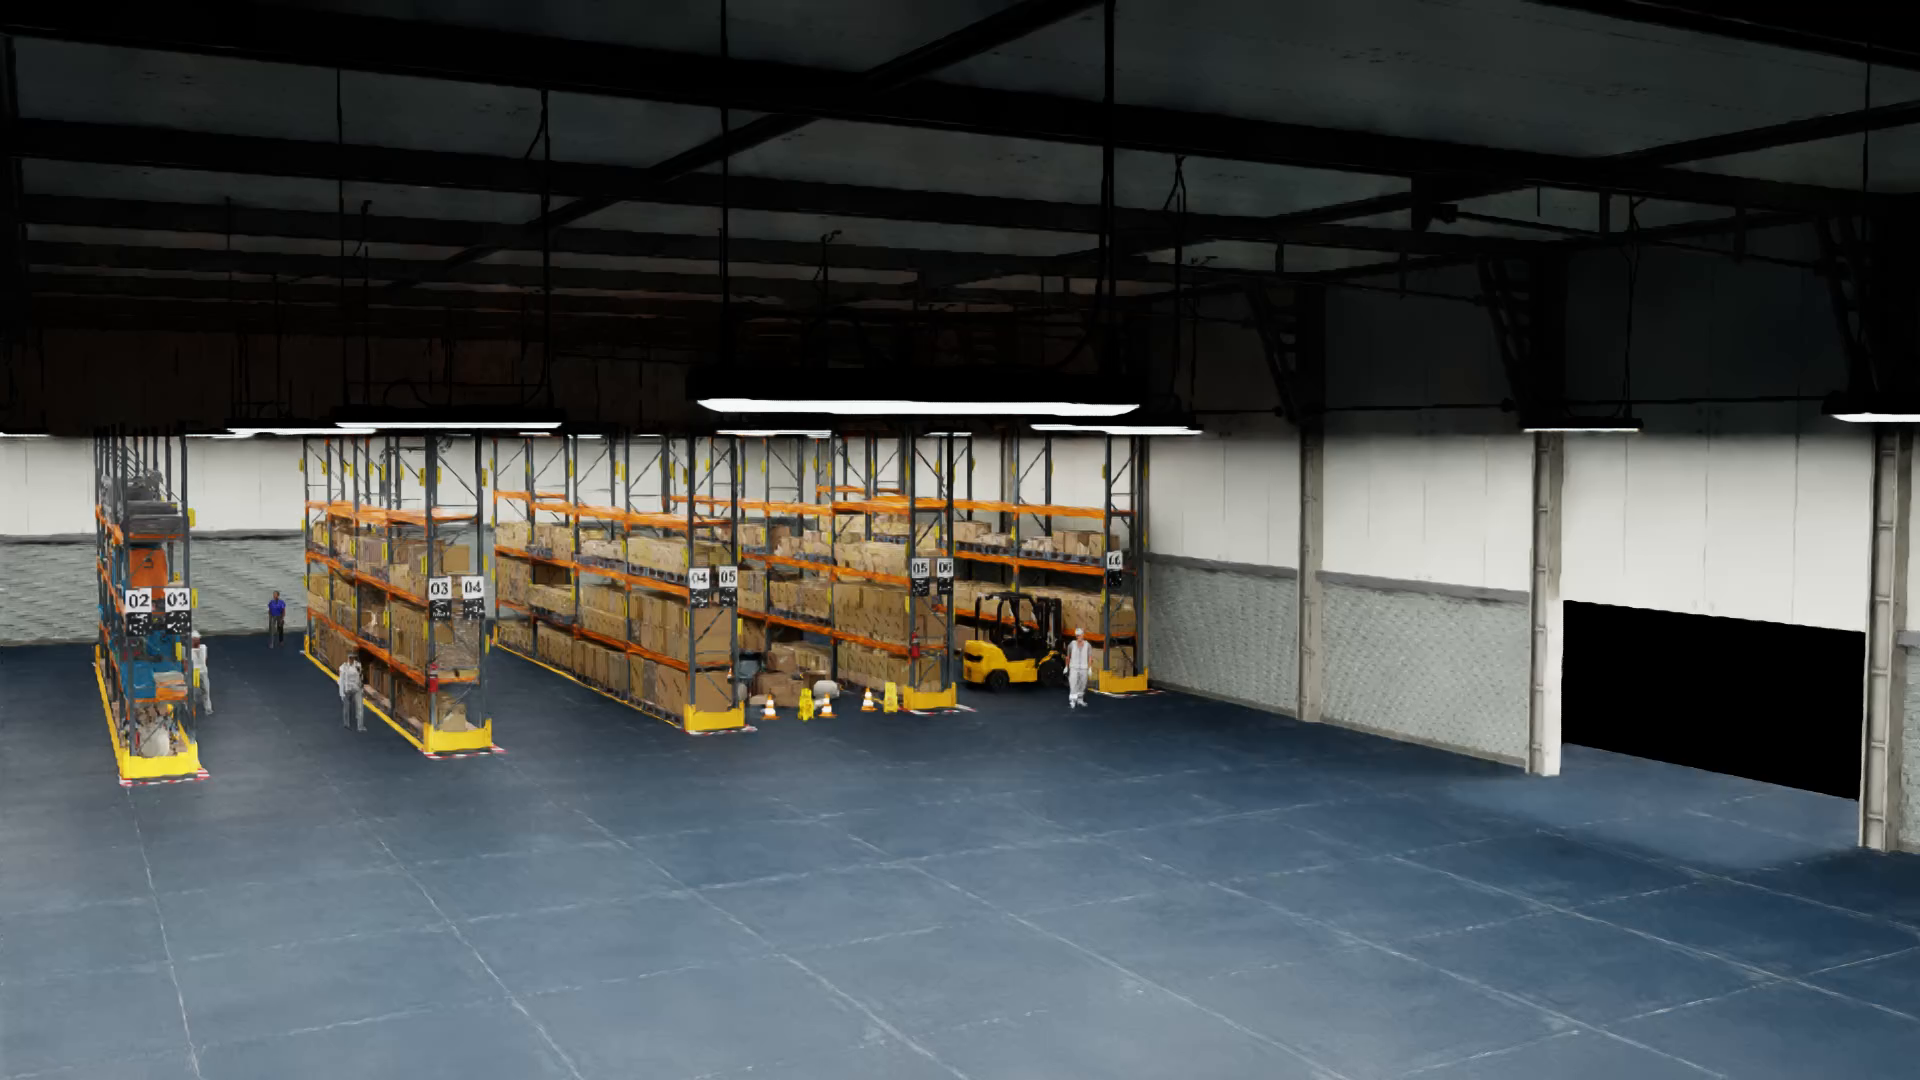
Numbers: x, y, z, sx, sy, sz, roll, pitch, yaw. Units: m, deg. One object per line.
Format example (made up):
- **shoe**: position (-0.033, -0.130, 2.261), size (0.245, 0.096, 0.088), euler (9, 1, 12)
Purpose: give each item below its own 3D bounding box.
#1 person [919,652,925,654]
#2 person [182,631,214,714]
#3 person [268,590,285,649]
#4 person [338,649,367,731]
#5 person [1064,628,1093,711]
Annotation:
- **person**: position (-1.166, 2.280, 42.990), size (0.563, 1.655, 0.596), euler (0, 3, -3)
- **person**: position (-15.896, 2.746, 34.596), size (0.554, 1.706, 1.031), euler (-3, 4, -37)
- **person**: position (-18.698, 2.165, 45.514), size (0.438, 1.572, 0.993), euler (-1, 4, -19)
- **person**: position (-11.962, 2.928, 32.692), size (0.495, 1.589, 1.086), euler (-2, 4, -26)
- **person**: position (2.517, 2.718, 35.228), size (0.596, 1.742, 0.960), euler (0, 3, -5)
